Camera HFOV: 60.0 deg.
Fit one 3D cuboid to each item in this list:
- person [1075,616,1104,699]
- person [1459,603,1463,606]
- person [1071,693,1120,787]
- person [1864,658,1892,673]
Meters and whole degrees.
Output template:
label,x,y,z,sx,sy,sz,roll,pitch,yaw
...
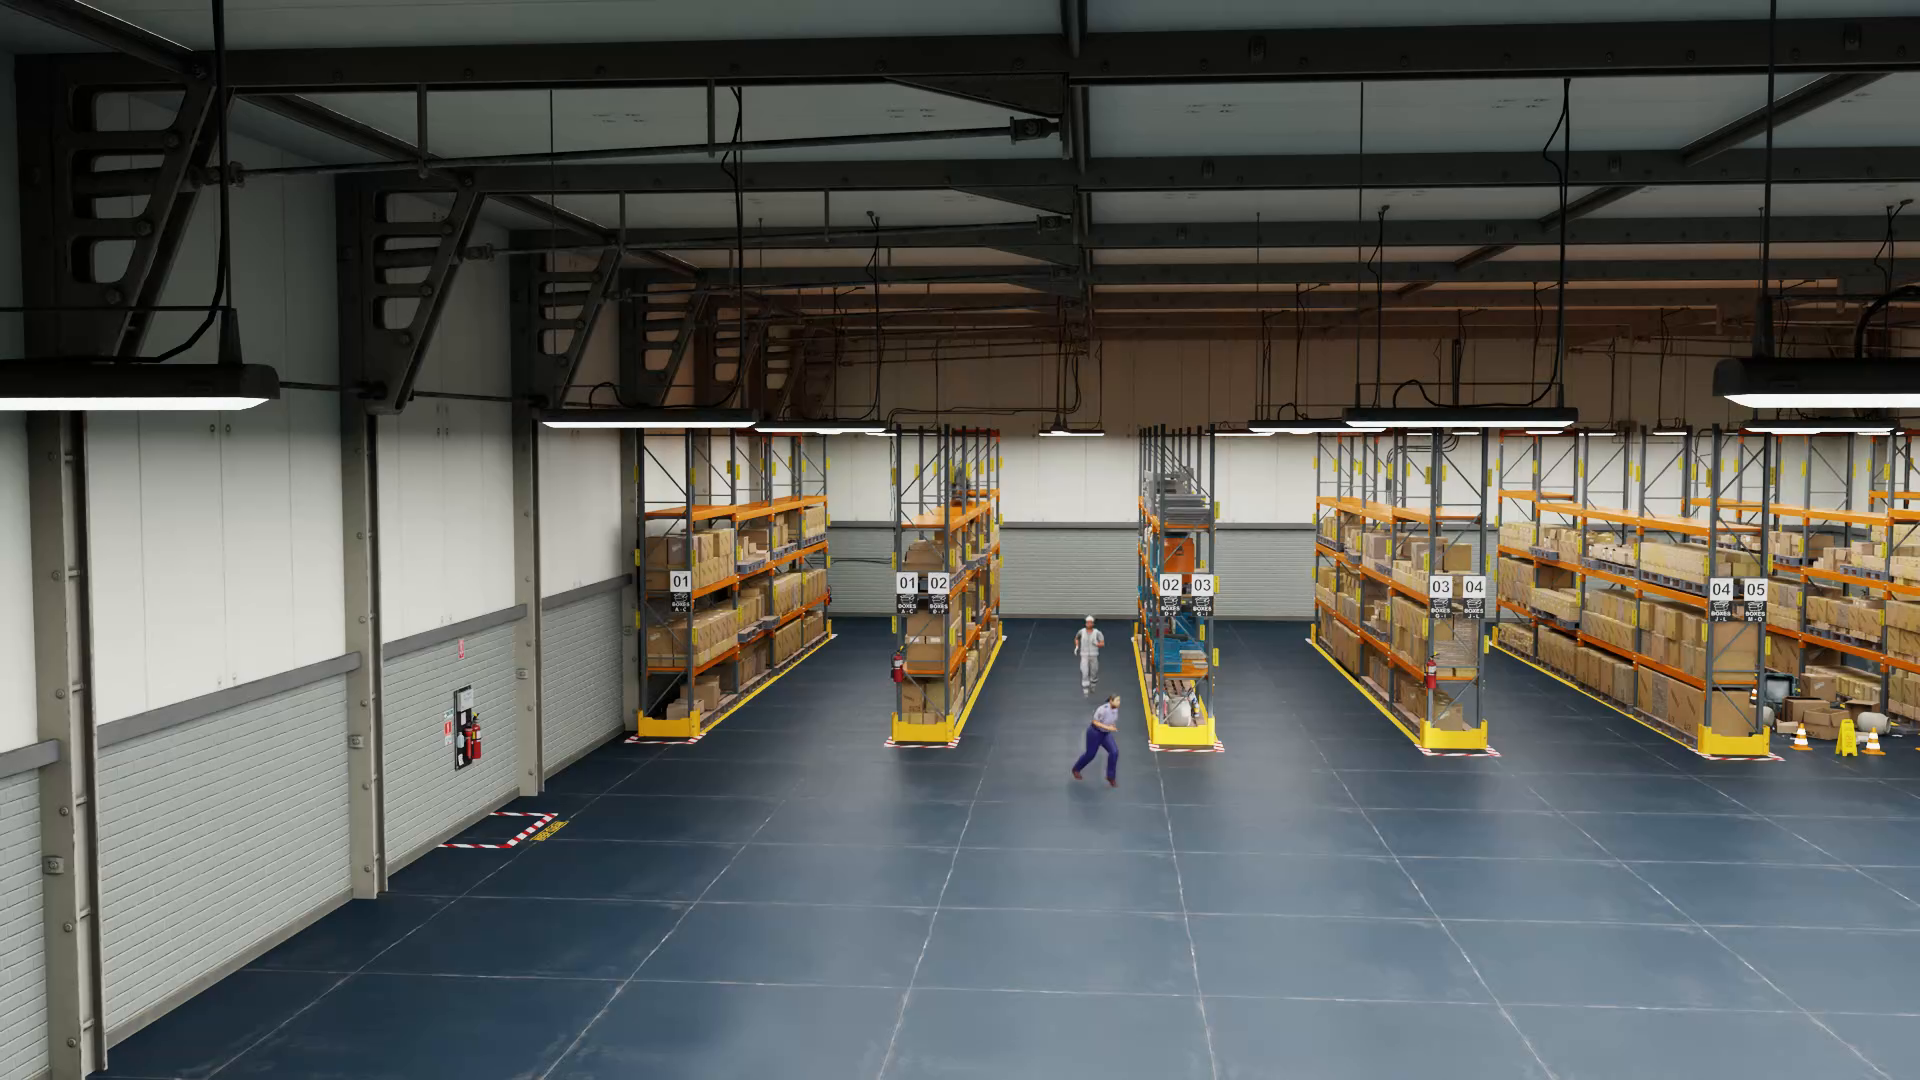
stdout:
label,x,y,z,sx,sy,sz,roll,pitch,yaw
person,2.856,2.567,36.675,0.660,1.770,1.004,0,3,6
person,13.577,2.196,44.221,0.719,1.711,1.005,0,3,6
person,2.255,3.328,27.576,0.956,1.545,0.616,3,5,40
person,22.196,2.394,40.309,0.671,1.829,0.901,0,3,0
